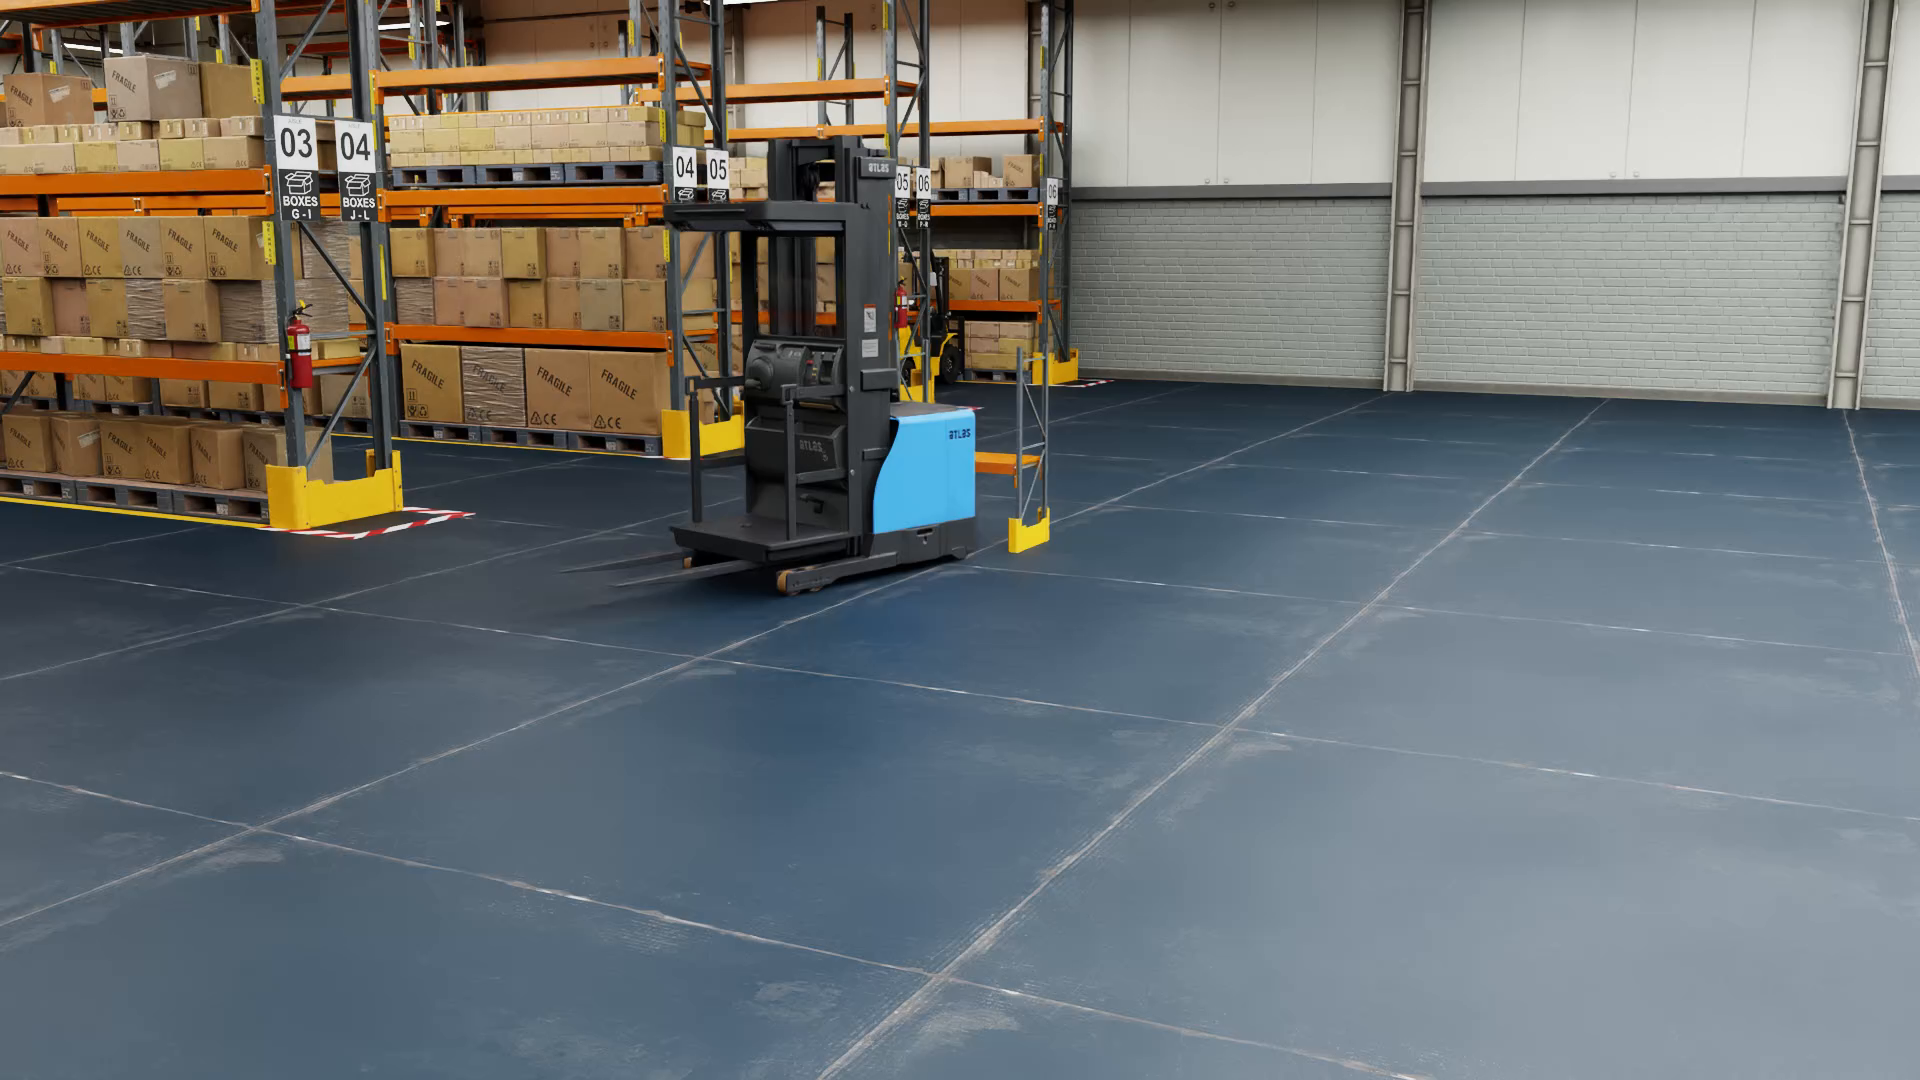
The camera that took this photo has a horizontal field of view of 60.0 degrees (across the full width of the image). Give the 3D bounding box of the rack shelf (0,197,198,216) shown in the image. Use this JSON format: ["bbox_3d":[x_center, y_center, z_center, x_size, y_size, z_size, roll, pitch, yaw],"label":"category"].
[{"bbox_3d":[-11.744,-4.346,21.916,4.000,0.370,1.077,5,11,26],"label":"rack shelf"}]

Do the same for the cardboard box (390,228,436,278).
[{"bbox_3d":[-6.048,-3.321,19.206,0.550,0.550,0.875,5,11,26],"label":"cardboard box"}]

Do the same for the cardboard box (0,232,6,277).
[{"bbox_3d":[-8.357,-2.578,14.629,0.500,0.500,0.500,5,11,26],"label":"cardboard box"}]

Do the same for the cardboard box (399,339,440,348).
[{"bbox_3d":[-8.433,-3.093,26.186,0.875,0.875,0.875,5,11,25],"label":"cardboard box"}]

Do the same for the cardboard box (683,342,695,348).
[{"bbox_3d":[-3.854,-2.682,23.564,0.500,0.500,0.500,6,12,29],"label":"cardboard box"}]

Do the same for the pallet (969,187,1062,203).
[{"bbox_3d":[0.894,-5.520,26.630,1.213,0.211,1.003,5,11,26],"label":"pallet"}]

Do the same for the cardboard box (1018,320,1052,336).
[{"bbox_3d":[1.169,-3.441,27.054,0.500,0.250,0.500,5,11,25],"label":"cardboard box"}]

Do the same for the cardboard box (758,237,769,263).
[{"bbox_3d":[-2.571,-4.053,22.780,0.500,0.500,0.700,5,11,25],"label":"cardboard box"}]

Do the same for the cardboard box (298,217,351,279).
[{"bbox_3d":[-5.434,-2.426,13.787,0.500,0.500,0.500,5,11,26],"label":"cardboard box"}]

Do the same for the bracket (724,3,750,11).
[{"bbox_3d":[-3.875,-9.333,28.921,0.430,0.232,0.235,5,11,26],"label":"bracket"}]

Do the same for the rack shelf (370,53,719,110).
[{"bbox_3d":[-4.570,-4.994,18.201,4.000,0.370,1.077,5,11,26],"label":"rack shelf"}]

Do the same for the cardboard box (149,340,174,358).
[{"bbox_3d":[-6.537,-1.613,13.926,0.250,0.149,0.380,5,11,26],"label":"cardboard box"}]

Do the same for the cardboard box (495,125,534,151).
[{"bbox_3d":[-4.689,-4.353,18.063,0.500,0.250,0.500,5,11,26],"label":"cardboard box"}]

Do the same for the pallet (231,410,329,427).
[{"bbox_3d":[-8.187,-1.523,20.554,1.213,0.211,1.003,5,11,26],"label":"pallet"}]

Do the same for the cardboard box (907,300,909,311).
[{"bbox_3d":[-0.890,-3.170,22.530,0.250,0.149,0.380,5,11,26],"label":"cardboard box"}]

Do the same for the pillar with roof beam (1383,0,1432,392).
[{"bbox_3d":[4.767,-6.018,20.712,0.400,9.000,9.100,5,11,26],"label":"pillar with roof beam"}]

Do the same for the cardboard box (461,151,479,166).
[{"bbox_3d":[-5.274,-4.196,18.316,0.250,0.149,0.380,5,11,25],"label":"cardboard box"}]

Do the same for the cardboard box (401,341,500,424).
[{"bbox_3d":[-5.830,-1.851,19.323,0.875,0.875,0.875,5,11,27],"label":"cardboard box"}]

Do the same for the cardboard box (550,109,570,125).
[{"bbox_3d":[-4.138,-4.489,17.693,0.250,0.149,0.380,5,11,26],"label":"cardboard box"}]

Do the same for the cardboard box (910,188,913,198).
[{"bbox_3d":[-0.830,-4.664,22.363,0.250,0.149,0.380,5,11,26],"label":"cardboard box"}]

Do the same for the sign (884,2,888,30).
[{"bbox_3d":[-0.940,-6.637,21.065,0.005,0.325,0.100,5,11,26],"label":"sign"}]

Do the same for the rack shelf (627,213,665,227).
[{"bbox_3d":[-3.864,-5.622,28.968,4.000,0.370,1.077,5,11,26],"label":"rack shelf"}]

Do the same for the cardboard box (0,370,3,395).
[{"bbox_3d":[-12.992,-2.257,22.619,0.500,0.500,0.500,6,12,28],"label":"cardboard box"}]

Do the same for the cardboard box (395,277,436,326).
[{"bbox_3d":[-6.027,-2.797,19.343,0.550,0.550,0.875,5,11,26],"label":"cardboard box"}]

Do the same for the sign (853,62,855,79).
[{"bbox_3d":[-1.803,-7.919,28.148,0.005,0.325,0.100,5,11,26],"label":"sign"}]

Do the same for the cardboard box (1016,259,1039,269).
[{"bbox_3d":[1.082,-4.378,26.396,0.250,0.149,0.380,5,11,27],"label":"cardboard box"}]

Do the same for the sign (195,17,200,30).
[{"bbox_3d":[-9.708,-6.644,21.108,0.005,0.325,0.100,5,11,26],"label":"sign"}]

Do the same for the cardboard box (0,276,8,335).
[{"bbox_3d":[-8.272,-2.117,14.888,0.500,0.500,0.875,5,11,26],"label":"cardboard box"}]

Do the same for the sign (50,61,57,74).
[{"bbox_3d":[-15.276,-7.896,28.025,0.005,0.325,0.100,5,11,26],"label":"sign"}]

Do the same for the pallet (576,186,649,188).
[{"bbox_3d":[-4.770,-4.999,24.031,1.003,0.211,1.213,5,11,26],"label":"pallet"}]

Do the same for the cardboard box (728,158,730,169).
[{"bbox_3d":[-3.178,-5.143,22.766,0.250,0.149,0.380,5,11,24],"label":"cardboard box"}]

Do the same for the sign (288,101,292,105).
[{"bbox_3d":[-13.072,-8.652,32.422,0.005,0.325,0.100,5,11,26],"label":"sign"}]

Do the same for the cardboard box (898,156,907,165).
[{"bbox_3d":[-0.905,-5.039,22.196,0.250,0.149,0.380,5,11,25],"label":"cardboard box"}]

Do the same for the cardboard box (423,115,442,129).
[{"bbox_3d":[-5.731,-4.629,18.465,0.250,0.149,0.380,5,11,25],"label":"cardboard box"}]

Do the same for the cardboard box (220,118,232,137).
[{"bbox_3d":[-5.630,-3.261,13.205,0.250,0.149,0.380,5,11,24],"label":"cardboard box"}]

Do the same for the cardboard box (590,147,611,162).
[{"bbox_3d":[-3.680,-4.056,17.541,0.250,0.149,0.380,5,11,27],"label":"cardboard box"}]

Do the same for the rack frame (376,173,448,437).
[{"bbox_3d":[-6.363,-2.751,19.506,0.127,3.000,1.000,5,11,26],"label":"rack frame"}]

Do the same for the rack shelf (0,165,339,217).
[{"bbox_3d":[-6.855,-2.931,14.100,4.000,0.370,1.077,5,11,26],"label":"rack shelf"}]

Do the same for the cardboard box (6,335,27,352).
[{"bbox_3d":[-8.134,-1.741,14.632,0.250,0.149,0.380,5,11,26],"label":"cardboard box"}]

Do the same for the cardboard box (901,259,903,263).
[{"bbox_3d":[-0.766,-4.538,27.280,0.250,0.149,0.380,5,11,24],"label":"cardboard box"}]

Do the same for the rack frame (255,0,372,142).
[{"bbox_3d":[-5.061,-4.603,12.898,0.127,3.000,1.000,5,11,26],"label":"rack frame"}]

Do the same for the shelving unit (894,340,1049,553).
[{"bbox_3d":[0.075,-0.733,12.568,1.083,1.500,0.587,5,11,27],"label":"shelving unit"}]

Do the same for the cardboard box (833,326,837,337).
[{"bbox_3d":[-1.869,-2.816,22.479,0.250,0.149,0.380,5,12,27],"label":"cardboard box"}]

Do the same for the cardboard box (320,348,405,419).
[{"bbox_3d":[-6.960,-1.885,19.860,0.750,0.750,1.050,5,11,26],"label":"cardboard box"}]

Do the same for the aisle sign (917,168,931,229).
[{"bbox_3d":[-0.484,-4.558,22.192,0.004,0.787,0.394,5,11,26],"label":"aisle sign"}]

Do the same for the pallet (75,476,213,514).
[{"bbox_3d":[-6.933,-0.451,14.631,1.213,0.211,1.003,5,11,26],"label":"pallet"}]

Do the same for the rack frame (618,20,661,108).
[{"bbox_3d":[-5.658,-7.610,29.508,0.127,3.000,1.000,5,11,26],"label":"rack frame"}]

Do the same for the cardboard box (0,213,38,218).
[{"bbox_3d":[-9.299,-2.553,15.552,1.000,1.000,1.000,5,11,26],"label":"cardboard box"}]

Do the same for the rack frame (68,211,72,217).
[{"bbox_3d":[-15.025,-4.495,29.143,0.127,3.000,1.000,5,11,26],"label":"rack frame"}]

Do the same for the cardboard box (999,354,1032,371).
[{"bbox_3d":[0.955,-2.867,26.692,0.500,0.250,0.500,5,11,26],"label":"cardboard box"}]

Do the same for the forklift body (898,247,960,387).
[{"bbox_3d":[-0.991,-3.468,25.850,1.214,2.155,2.313,5,11,26],"label":"forklift body"}]

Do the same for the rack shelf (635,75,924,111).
[{"bbox_3d":[-2.470,-5.988,22.578,4.000,0.370,1.077,5,11,26],"label":"rack shelf"}]

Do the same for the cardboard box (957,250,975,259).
[{"bbox_3d":[0.147,-4.602,26.795,0.250,0.149,0.380,5,12,27],"label":"cardboard box"}]

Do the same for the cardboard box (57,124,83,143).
[{"bbox_3d":[-7.307,-3.393,13.936,0.250,0.149,0.380,5,11,25],"label":"cardboard box"}]

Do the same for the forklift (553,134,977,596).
[{"bbox_3d":[-1.260,-1.184,11.040,1.130,2.935,3.031,10,14,43],"label":"forklift"}]

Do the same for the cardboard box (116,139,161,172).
[{"bbox_3d":[-6.511,-3.132,13.609,0.500,0.250,0.500,5,12,27],"label":"cardboard box"}]
